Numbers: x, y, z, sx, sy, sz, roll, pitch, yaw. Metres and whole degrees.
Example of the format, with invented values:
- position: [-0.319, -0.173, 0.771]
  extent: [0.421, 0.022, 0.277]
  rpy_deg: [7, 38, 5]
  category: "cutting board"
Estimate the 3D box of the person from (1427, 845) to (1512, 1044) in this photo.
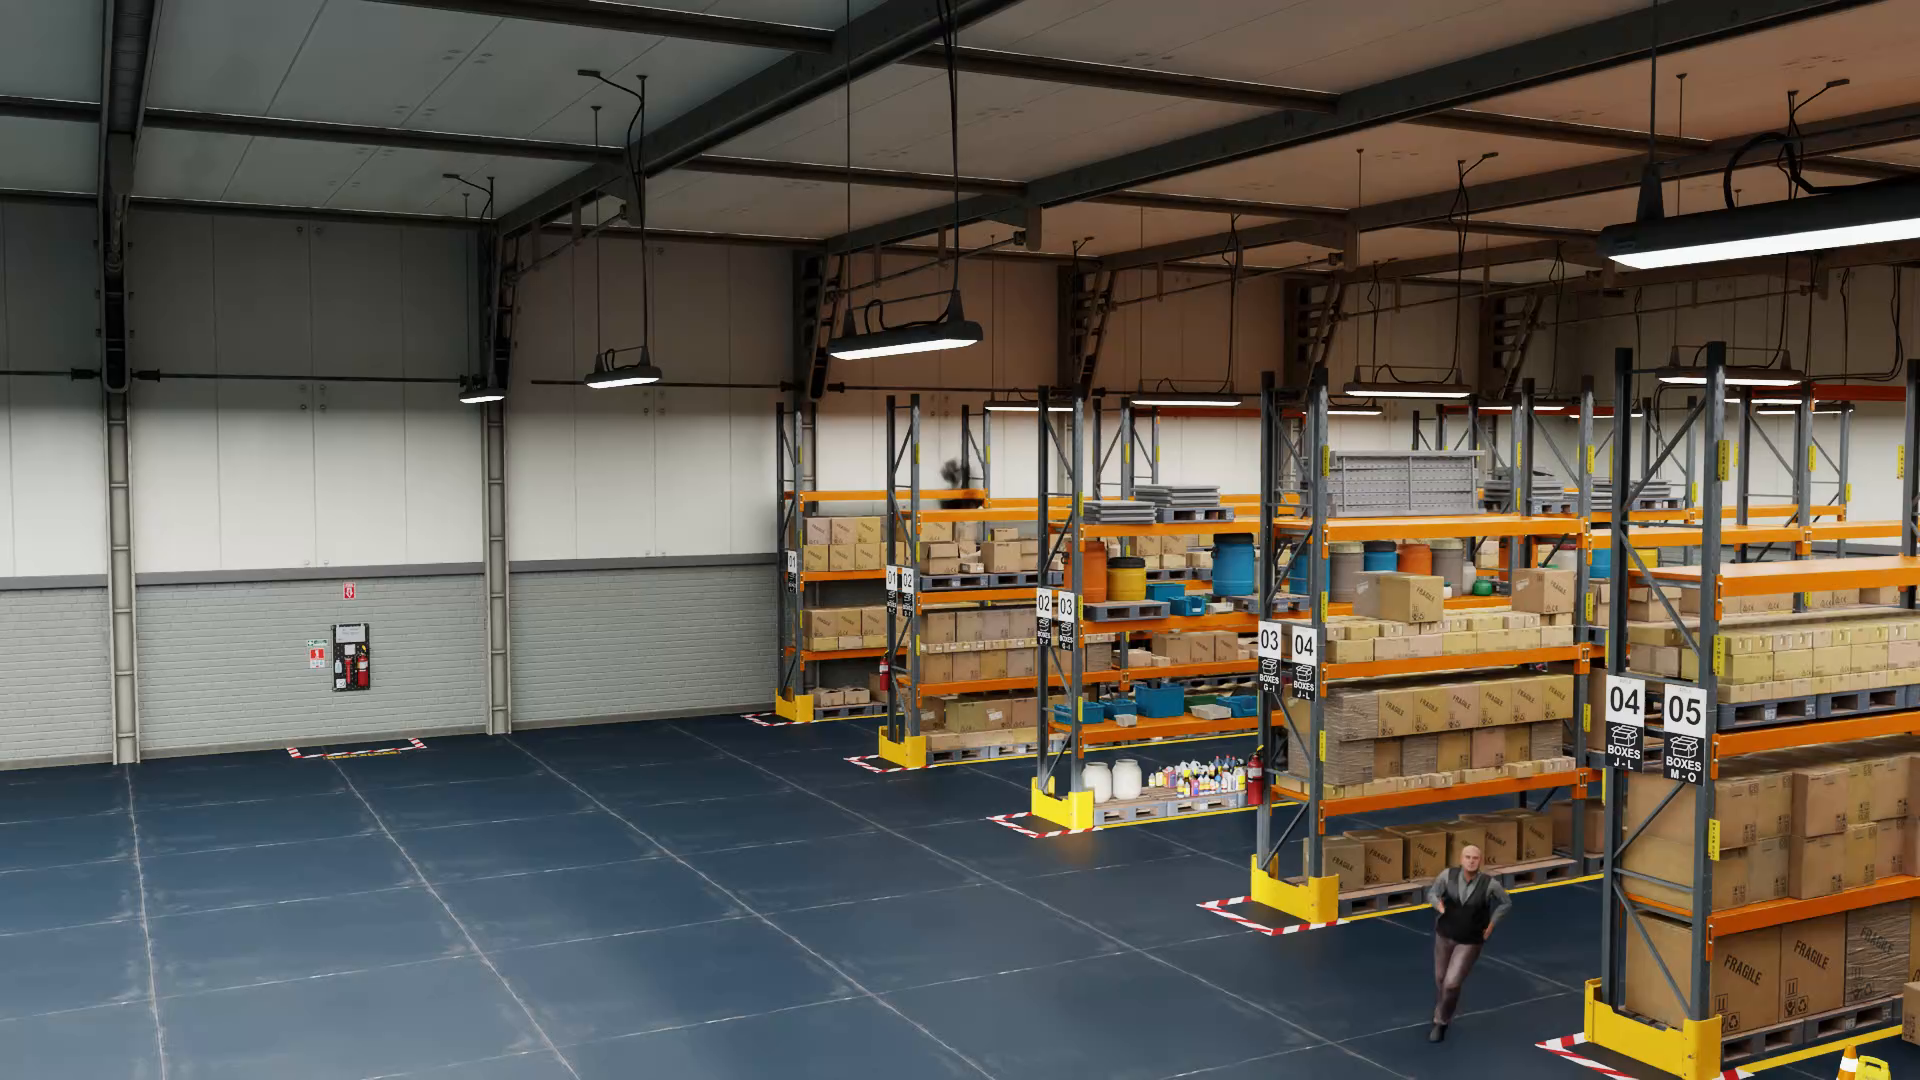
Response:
- position: [4.387, 3.508, 14.473]
  extent: [0.670, 1.743, 0.717]
  rpy_deg: [3, 4, 39]
  category: "person"

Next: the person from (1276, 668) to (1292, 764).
- position: [5.414, 2.760, 27.087]
  extent: [0.757, 1.737, 0.709]
  rpy_deg: [-3, 4, -41]
  category: "person"

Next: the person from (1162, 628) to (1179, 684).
- position: [4.103, 2.503, 31.912]
  extent: [0.764, 1.741, 0.717]
  rpy_deg: [-2, 4, -30]
  category: "person"
